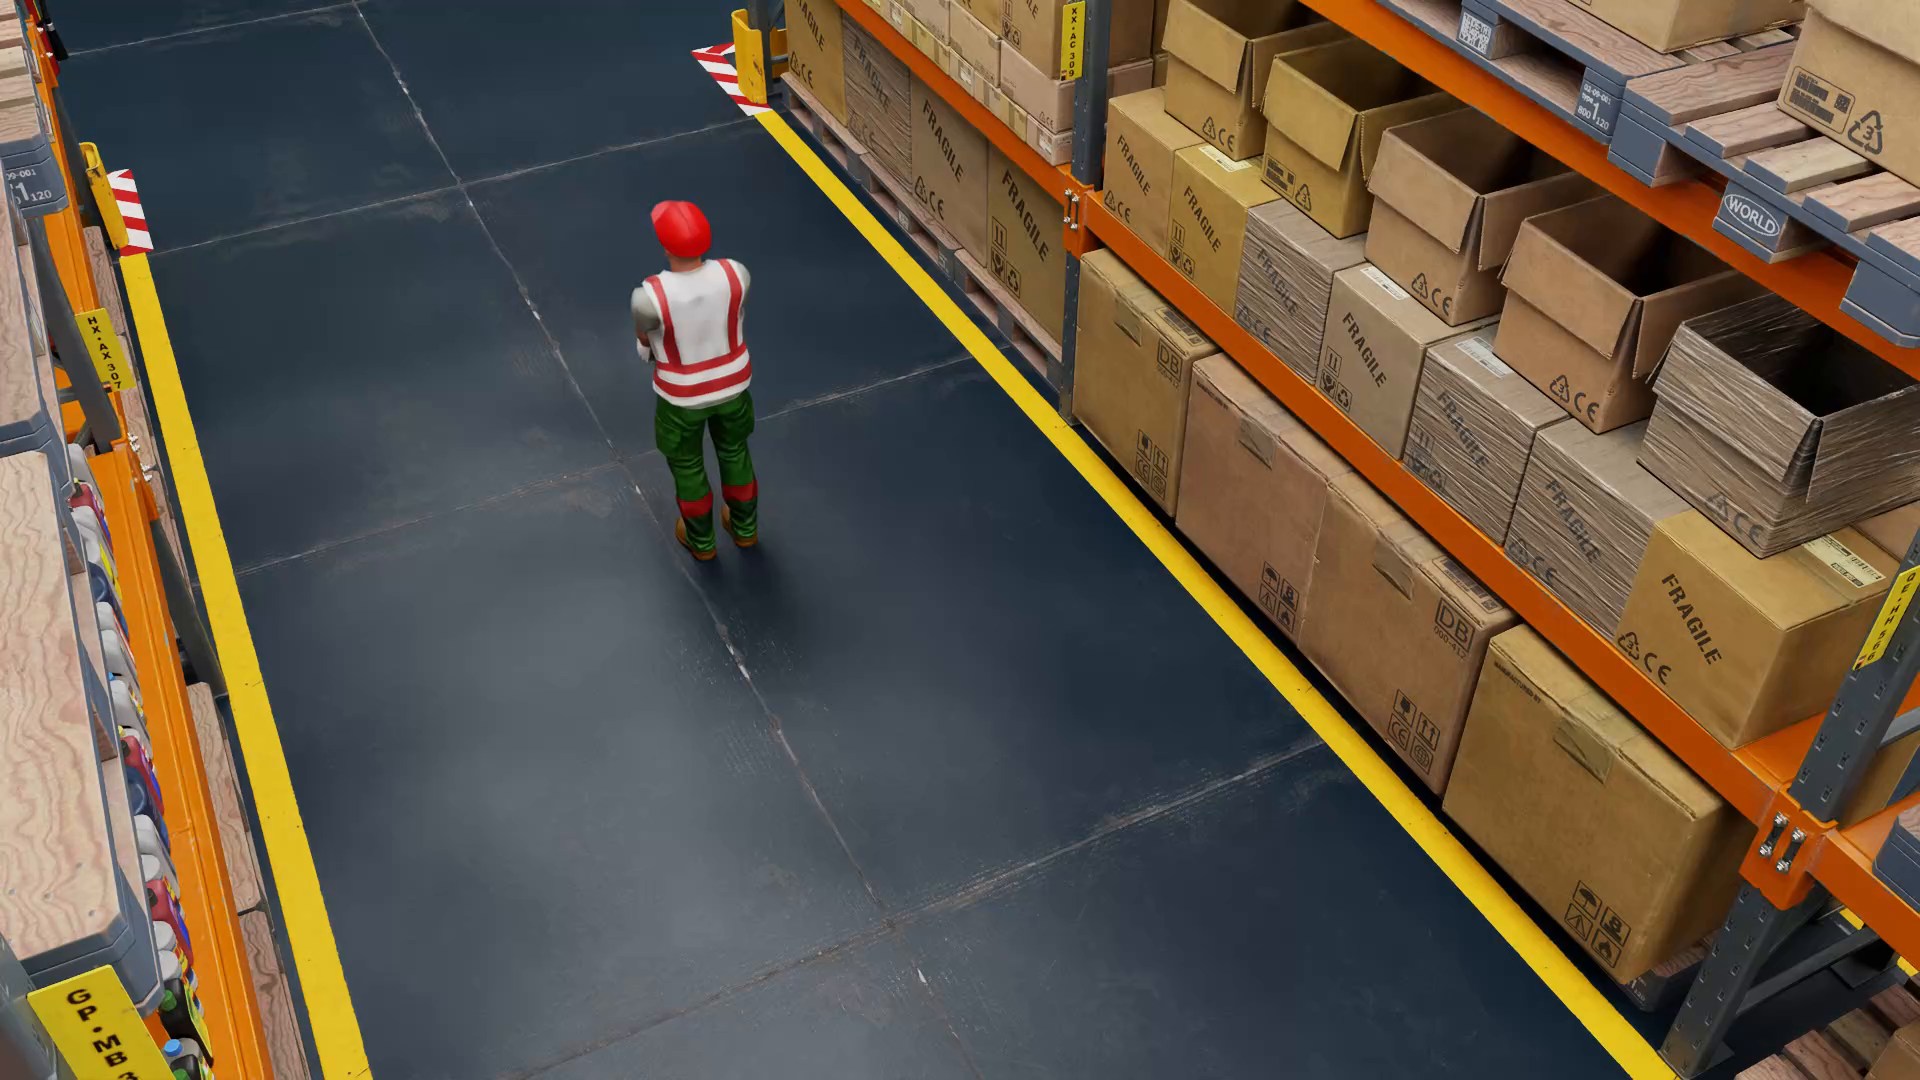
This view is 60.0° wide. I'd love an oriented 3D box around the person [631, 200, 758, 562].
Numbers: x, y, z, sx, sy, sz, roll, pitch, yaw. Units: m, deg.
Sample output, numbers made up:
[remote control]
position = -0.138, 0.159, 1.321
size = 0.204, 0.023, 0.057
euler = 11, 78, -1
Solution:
[person]
position = -1.117, -0.690, 6.942
size = 0.493, 1.782, 0.570
euler = -18, 44, -20
